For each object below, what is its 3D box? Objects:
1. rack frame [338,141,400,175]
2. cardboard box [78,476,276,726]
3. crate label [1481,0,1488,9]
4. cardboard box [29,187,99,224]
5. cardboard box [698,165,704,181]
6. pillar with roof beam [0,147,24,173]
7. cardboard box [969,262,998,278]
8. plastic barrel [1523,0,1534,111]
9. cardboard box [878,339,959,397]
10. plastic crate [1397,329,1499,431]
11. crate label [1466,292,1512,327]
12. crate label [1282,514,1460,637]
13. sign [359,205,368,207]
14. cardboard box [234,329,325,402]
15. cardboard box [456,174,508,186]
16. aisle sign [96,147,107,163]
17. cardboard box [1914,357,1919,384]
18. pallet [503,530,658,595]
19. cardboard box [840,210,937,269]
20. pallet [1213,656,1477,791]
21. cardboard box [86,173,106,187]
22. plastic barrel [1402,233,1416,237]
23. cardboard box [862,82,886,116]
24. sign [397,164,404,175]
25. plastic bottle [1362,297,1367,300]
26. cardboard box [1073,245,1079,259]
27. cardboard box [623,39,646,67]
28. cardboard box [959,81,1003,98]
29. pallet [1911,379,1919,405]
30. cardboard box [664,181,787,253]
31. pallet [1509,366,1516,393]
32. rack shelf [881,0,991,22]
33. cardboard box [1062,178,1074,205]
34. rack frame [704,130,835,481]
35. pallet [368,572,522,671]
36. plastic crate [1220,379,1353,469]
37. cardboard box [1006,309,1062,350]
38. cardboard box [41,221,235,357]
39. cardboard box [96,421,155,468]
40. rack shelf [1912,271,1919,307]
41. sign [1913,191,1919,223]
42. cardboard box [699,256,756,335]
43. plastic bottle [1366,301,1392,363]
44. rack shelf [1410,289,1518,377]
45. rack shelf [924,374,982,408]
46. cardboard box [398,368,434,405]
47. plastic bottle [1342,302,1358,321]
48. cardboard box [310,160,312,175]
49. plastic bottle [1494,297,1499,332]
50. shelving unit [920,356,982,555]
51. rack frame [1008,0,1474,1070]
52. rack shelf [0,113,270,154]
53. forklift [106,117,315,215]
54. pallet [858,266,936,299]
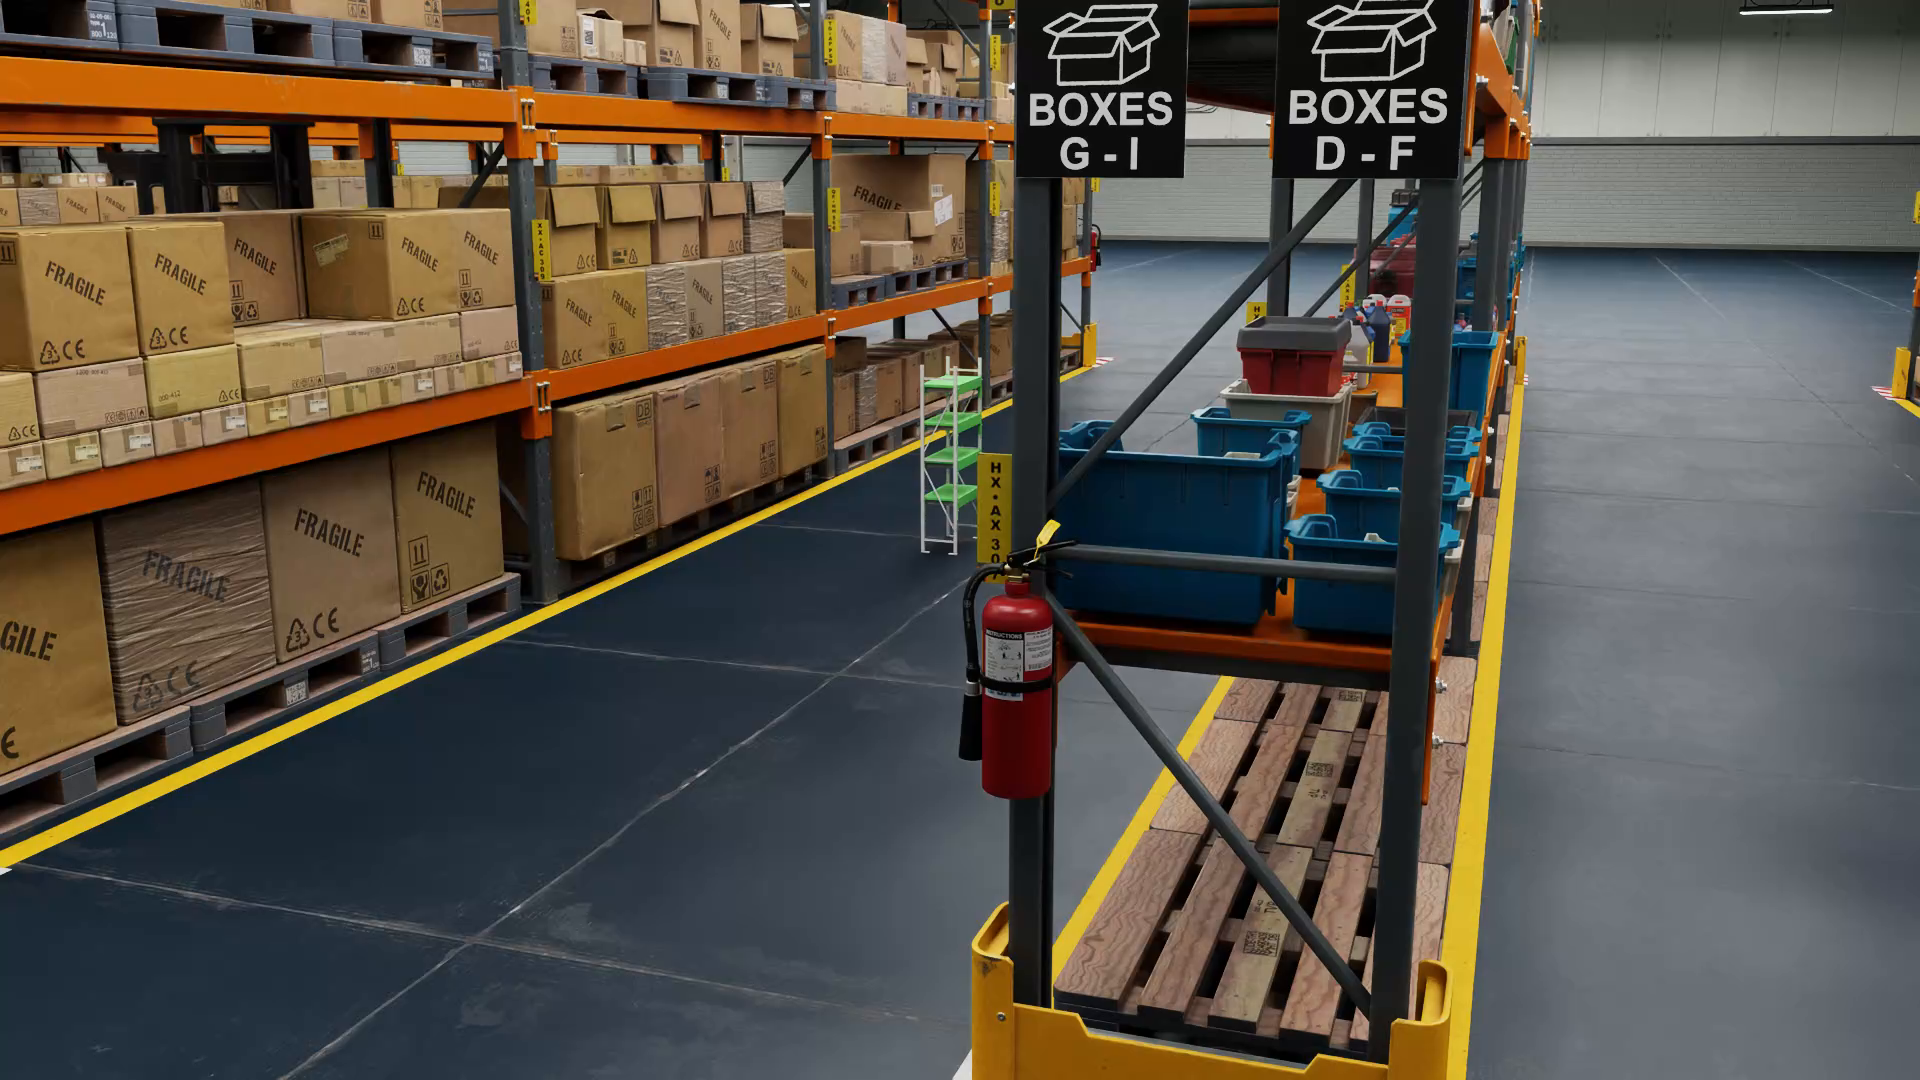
[{"bbox_3d":[-8.270,-4.375,23.415,1.000,3.000,0.127,4,14,18],"label":"rack frame"},{"bbox_3d":[-3.644,0.206,7.174,0.875,0.875,0.875,4,14,18],"label":"cardboard box"},{"bbox_3d":[1.221,-1.497,4.399,0.408,0.251,0.502,4,14,18],"label":"crate label"},{"bbox_3d":[-9.828,-3.605,18.204,0.500,0.500,0.500,5,14,20],"label":"cardboard box"},{"bbox_3d":[-3.710,-4.564,21.480,0.875,0.550,0.550,4,14,18],"label":"cardboard box"},{"bbox_3d":[-9.973,-7.265,22.594,9.100,9.000,0.400,4,14,18],"label":"pillar with roof beam"},{"bbox_3d":[0.167,-2.720,16.731,0.380,0.149,0.250,4,14,18],"label":"cardboard box"},{"bbox_3d":[4.117,-3.771,12.903,0.600,0.901,0.708,4,14,18],"label":"plastic barrel"},{"bbox_3d":[-0.406,-1.687,16.269,0.700,0.500,0.500,3,13,14],"label":"cardboard box"},{"bbox_3d":[2.082,-0.677,7.114,0.392,0.384,0.575,4,14,18],"label":"plastic crate"},{"bbox_3d":[3.696,-1.601,11.636,0.303,0.233,0.416,4,14,18],"label":"crate label"},{"bbox_3d":[1.008,0.088,4.103,0.416,0.233,0.303,4,14,18],"label":"crate label"},{"bbox_3d":[-3.292,-1.698,9.262,0.100,0.325,0.005,4,14,18],"label":"sign"},{"bbox_3d":[-3.167,-0.772,7.298,0.500,0.250,0.500,4,13,17],"label":"cardboard box"},{"bbox_3d":[-5.003,-3.629,17.675,0.700,0.500,0.500,4,13,17],"label":"cardboard box"},{"bbox_3d":[-12.669,-5.992,24.656,0.394,0.787,0.004,4,14,18],"label":"aisle sign"},{"bbox_3d":[10.095,-1.715,16.996,0.500,0.250,0.500,4,14,18],"label":"cardboard box"},{"bbox_3d":[-2.597,0.057,10.265,1.003,0.211,1.213,4,14,18],"label":"pallet"},{"bbox_3d":[-0.661,-2.703,14.913,0.797,0.503,0.637,6,14,24],"label":"cardboard box"},{"bbox_3d":[1.710,0.739,7.277,1.003,0.211,1.213,4,14,18],"label":"pallet"},{"bbox_3d":[-9.711,-3.988,18.425,0.380,0.149,0.250,4,13,17],"label":"cardboard box"},{"bbox_3d":[3.982,-2.343,14.208,0.433,0.535,0.433,0,13,0],"label":"plastic barrel"},{"bbox_3d":[-0.922,-3.555,13.419,0.500,0.250,0.500,5,14,20],"label":"cardboard box"},{"bbox_3d":[-7.751,-5.049,23.058,0.100,0.325,0.005,4,14,18],"label":"sign"},{"bbox_3d":[2.610,-1.430,10.774,0.061,0.283,0.133,4,14,18],"label":"plastic bottle"},{"bbox_3d":[1.210,-3.464,19.989,0.380,0.149,0.250,4,14,18],"label":"cardboard box"},{"bbox_3d":[-2.152,-2.982,10.193,0.380,0.149,0.250,4,13,16],"label":"cardboard box"},{"bbox_3d":[0.209,-4.449,16.440,0.380,0.149,0.250,4,13,17],"label":"cardboard box"},{"bbox_3d":[10.271,-1.424,16.752,1.003,0.211,1.213,4,14,18],"label":"pallet"},{"bbox_3d":[-1.733,-2.362,12.117,0.797,0.503,0.637,5,14,20],"label":"cardboard box"},{"bbox_3d":[5.545,-1.755,18.204,1.003,0.211,1.213,4,14,18],"label":"pallet"},{"bbox_3d":[-0.834,-4.777,14.211,1.077,0.370,4.000,4,14,18],"label":"rack shelf"},{"bbox_3d":[1.006,-4.103,19.085,0.500,0.500,0.500,4,14,18],"label":"cardboard box"},{"bbox_3d":[-1.482,-1.977,12.909,1.000,3.000,0.127,4,14,18],"label":"rack frame"},{"bbox_3d":[-3.096,0.379,8.853,1.003,0.211,1.213,4,14,18],"label":"pallet"},{"bbox_3d":[1.242,-0.442,6.313,0.437,0.282,0.530,4,14,18],"label":"plastic crate"},{"bbox_3d":[0.889,-2.517,19.950,0.500,0.500,0.500,7,15,29],"label":"cardboard box"},{"bbox_3d":[-3.336,-1.027,6.728,0.500,0.500,0.500,4,13,17],"label":"cardboard box"},{"bbox_3d":[-3.395,-0.384,6.495,0.380,0.149,0.250,4,13,18],"label":"cardboard box"},{"bbox_3d":[9.832,-2.176,15.396,1.077,0.370,4.000,4,14,18],"label":"rack shelf"},{"bbox_3d":[9.956,-3.449,17.236,0.100,0.325,0.005,4,14,18],"label":"sign"},{"bbox_3d":[-1.739,-1.690,11.427,0.500,0.500,0.500,4,13,17],"label":"cardboard box"},{"bbox_3d":[2.442,-1.221,9.706,0.144,0.351,0.185,4,14,18],"label":"plastic bottle"},{"bbox_3d":[3.852,-1.691,13.272,1.077,0.370,4.000,4,14,18],"label":"rack shelf"},{"bbox_3d":[-0.054,-0.956,10.609,0.258,0.148,0.480,4,14,18],"label":"rack shelf"},{"bbox_3d":[-2.814,-0.762,8.151,0.380,0.149,0.250,5,14,19],"label":"cardboard box"},{"bbox_3d":[2.255,-1.203,9.630,0.144,0.351,0.185,4,14,18],"label":"plastic bottle"},{"bbox_3d":[-8.760,-4.617,21.336,0.700,0.500,0.500,4,14,18],"label":"cardboard box"},{"bbox_3d":[3.478,-1.448,10.852,0.061,0.283,0.133,4,14,18],"label":"plastic bottle"},{"bbox_3d":[-0.054,-0.550,10.702,0.258,1.200,0.503,4,14,18],"label":"shelving unit"},{"bbox_3d":[0.613,0.064,3.968,0.949,2.616,0.053,4,14,18],"label":"rack frame"},{"bbox_3d":[-6.789,-3.046,12.468,1.077,0.370,4.000,4,14,18],"label":"rack shelf"},{"bbox_3d":[-5.081,-1.619,11.493,1.130,2.935,3.031,-11,17,-40],"label":"forklift"},{"bbox_3d":[-0.880,-2.303,14.770,1.003,0.211,1.213,4,14,18],"label":"pallet"}]
